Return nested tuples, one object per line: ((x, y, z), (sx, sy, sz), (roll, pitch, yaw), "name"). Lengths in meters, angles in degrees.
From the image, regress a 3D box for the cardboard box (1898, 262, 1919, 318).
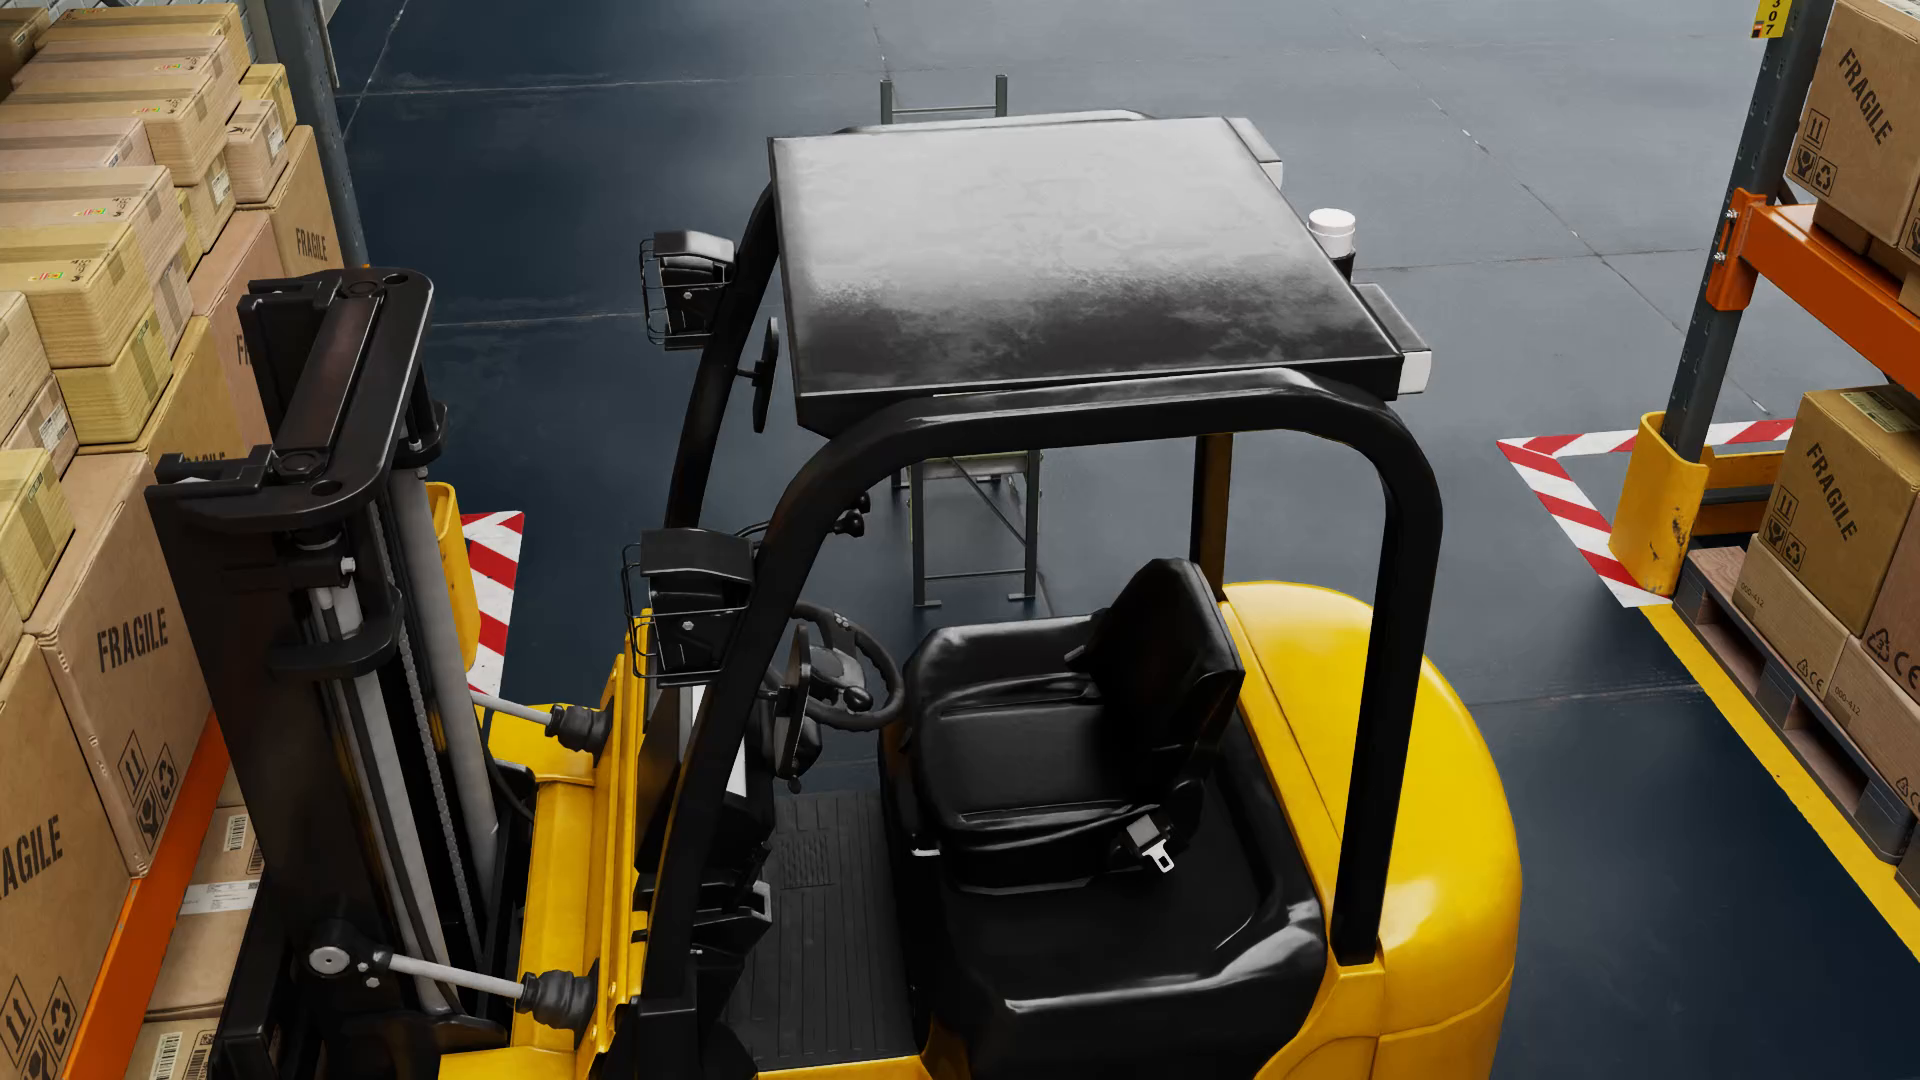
((2.656, -0.631, 4.235), (0.380, 0.149, 0.250), (-5, 35, -8), "cardboard box")

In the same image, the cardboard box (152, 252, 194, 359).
((-1.639, -0.419, 3.036), (0.380, 0.149, 0.250), (-5, 35, -8), "cardboard box")

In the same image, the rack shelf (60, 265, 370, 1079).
((-1.837, 0.557, 2.907), (1.077, 0.370, 4.000), (-4, 35, -6), "rack shelf")

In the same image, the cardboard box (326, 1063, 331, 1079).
((-1.522, 1.191, 3.407), (0.500, 0.250, 0.500), (-3, 34, -5), "cardboard box")

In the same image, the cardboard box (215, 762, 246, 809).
((-1.583, 0.492, 3.545), (0.500, 0.250, 0.500), (-4, 34, -6), "cardboard box")

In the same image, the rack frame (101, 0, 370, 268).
((-2.106, -0.856, 4.342), (1.000, 3.000, 0.127), (-4, 35, -6), "rack frame")

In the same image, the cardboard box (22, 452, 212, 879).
((-1.571, 0.213, 2.685), (0.500, 0.500, 0.500), (-4, 34, -6), "cardboard box")

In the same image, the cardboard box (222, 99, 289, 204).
((-1.718, -0.853, 3.673), (0.380, 0.149, 0.250), (-4, 34, -6), "cardboard box")

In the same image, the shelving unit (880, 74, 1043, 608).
((-0.001, -0.623, 5.333), (0.431, 1.500, 0.755), (-4, 35, -6), "shelving unit")

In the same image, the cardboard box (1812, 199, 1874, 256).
((2.653, -0.925, 4.667), (0.380, 0.149, 0.250), (-4, 35, -6), "cardboard box")

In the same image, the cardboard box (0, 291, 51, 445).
((-1.637, -0.249, 2.523), (0.380, 0.149, 0.250), (-4, 34, -6), "cardboard box")

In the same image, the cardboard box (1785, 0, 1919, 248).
((2.601, -1.113, 4.366), (0.500, 0.500, 0.500), (-5, 35, -7), "cardboard box")

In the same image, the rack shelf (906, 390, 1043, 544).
((-0.001, -0.354, 5.517), (0.431, 0.370, 0.720), (-4, 35, -6), "rack shelf")

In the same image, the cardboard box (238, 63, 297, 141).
((-1.782, -0.993, 3.879), (0.380, 0.149, 0.250), (-4, 34, -6), "cardboard box")

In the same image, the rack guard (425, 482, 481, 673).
((-2.109, 0.164, 5.066), (1.175, 0.500, 0.348), (-4, 35, -6), "rack guard")

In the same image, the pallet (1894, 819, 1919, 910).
((3.057, 1.096, 3.954), (1.003, 0.211, 1.213), (-4, 35, -6), "pallet")

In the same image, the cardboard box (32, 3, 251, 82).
((-1.849, -1.104, 3.778), (0.380, 0.149, 0.250), (-4, 35, -6), "cardboard box")

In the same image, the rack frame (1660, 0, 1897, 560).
((2.812, -1.234, 4.897), (1.000, 3.000, 0.127), (-4, 35, -6), "rack frame")

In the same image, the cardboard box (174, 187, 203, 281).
((-1.722, -0.564, 3.249), (0.380, 0.149, 0.250), (-5, 35, -7), "cardboard box")

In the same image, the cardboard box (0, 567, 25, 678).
((-1.494, 0.153, 2.198), (0.380, 0.149, 0.250), (-5, 35, -8), "cardboard box")

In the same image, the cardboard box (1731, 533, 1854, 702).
((2.646, 0.200, 4.862), (0.500, 0.250, 0.500), (-5, 35, -7), "cardboard box")

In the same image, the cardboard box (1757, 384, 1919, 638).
((2.650, -0.097, 4.631), (0.500, 0.500, 0.500), (-5, 35, -8), "cardboard box")

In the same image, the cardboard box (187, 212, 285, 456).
((-1.719, -0.352, 3.515), (0.500, 0.500, 0.500), (-3, 34, -5), "cardboard box")

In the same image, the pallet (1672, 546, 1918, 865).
((2.896, 0.417, 4.951), (1.003, 0.211, 1.213), (-4, 35, -6), "pallet")

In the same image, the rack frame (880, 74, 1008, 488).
((-0.050, -0.828, 5.633), (0.400, 1.500, 0.023), (-4, 35, -6), "rack frame")

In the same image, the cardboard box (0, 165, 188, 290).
((-1.618, -0.544, 2.955), (0.380, 0.149, 0.250), (-4, 34, -5), "cardboard box")

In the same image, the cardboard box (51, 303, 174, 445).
((-1.585, -0.279, 2.831), (0.380, 0.149, 0.250), (-4, 34, -6), "cardboard box")

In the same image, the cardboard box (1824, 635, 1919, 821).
((2.708, 0.485, 4.443), (0.500, 0.250, 0.500), (-3, 34, -5), "cardboard box")

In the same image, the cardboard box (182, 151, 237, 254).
((-1.744, -0.703, 3.454), (0.380, 0.149, 0.250), (-4, 34, -5), "cardboard box")

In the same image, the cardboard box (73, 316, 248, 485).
((-1.650, -0.066, 3.095), (0.500, 0.500, 0.500), (-5, 35, -7), "cardboard box")

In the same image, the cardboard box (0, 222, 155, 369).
((-1.578, -0.400, 2.744), (0.380, 0.149, 0.250), (-4, 34, -5), "cardboard box")

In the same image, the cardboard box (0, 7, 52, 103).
((-2.273, -1.085, 3.749), (0.380, 0.149, 0.250), (-5, 35, -7), "cardboard box")

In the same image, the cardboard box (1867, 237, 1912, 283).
((2.701, -0.785, 4.461), (0.380, 0.149, 0.250), (-4, 34, -6), "cardboard box")

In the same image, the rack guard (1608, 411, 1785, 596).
((2.822, -0.159, 5.539), (1.175, 0.500, 0.348), (-4, 35, -6), "rack guard")

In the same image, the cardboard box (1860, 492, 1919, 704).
((2.725, 0.195, 4.204), (0.500, 0.500, 0.500), (-6, 35, -8), "cardboard box")

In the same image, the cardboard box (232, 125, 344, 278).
((-1.780, -0.643, 3.940), (0.500, 0.500, 0.500), (-5, 35, -7), "cardboard box")

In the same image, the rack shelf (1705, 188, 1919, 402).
((3.081, 0.179, 3.462), (1.077, 0.370, 4.000), (-4, 35, -6), "rack shelf")

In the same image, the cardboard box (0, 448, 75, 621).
((-1.539, 0.005, 2.415), (0.380, 0.149, 0.250), (-5, 35, -7), "cardboard box")

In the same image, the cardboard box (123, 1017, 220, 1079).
((-1.459, 1.069, 2.698), (0.500, 0.250, 0.500), (-3, 34, -5), "cardboard box")

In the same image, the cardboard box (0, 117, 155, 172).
((-1.763, -0.681, 3.156), (0.380, 0.149, 0.250), (-4, 34, -6), "cardboard box")

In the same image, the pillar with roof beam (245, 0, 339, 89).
((0.553, -6.552, 7.374), (9.100, 9.000, 0.400), (-4, 35, -6), "pillar with roof beam")

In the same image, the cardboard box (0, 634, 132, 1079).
((-1.525, 0.496, 2.270), (0.500, 0.500, 0.500), (-5, 35, -7), "cardboard box")

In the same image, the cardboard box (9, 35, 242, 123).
((-1.785, -0.969, 3.579), (0.380, 0.149, 0.250), (-4, 35, -6), "cardboard box")

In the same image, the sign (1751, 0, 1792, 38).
((2.274, -1.551, 4.593), (0.100, 0.325, 0.005), (-4, 35, -6), "sign")

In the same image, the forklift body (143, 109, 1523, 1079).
((-0.043, 0.415, 3.231), (2.313, 2.155, 1.214), (-4, 35, -6), "forklift body")

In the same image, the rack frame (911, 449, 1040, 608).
((0.048, -0.419, 5.033), (0.400, 1.500, 0.023), (-4, 35, -6), "rack frame")

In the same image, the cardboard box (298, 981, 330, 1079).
((-1.520, 0.995, 3.251), (0.500, 0.250, 0.500), (-4, 35, -7), "cardboard box")

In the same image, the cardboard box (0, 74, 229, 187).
((-1.723, -0.825, 3.368), (0.380, 0.149, 0.250), (-4, 34, -5), "cardboard box")

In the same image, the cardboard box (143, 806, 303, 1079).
((-1.522, 0.776, 3.129), (0.500, 0.250, 0.500), (-5, 35, -7), "cardboard box")

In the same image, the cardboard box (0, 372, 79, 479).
((-1.641, -0.133, 2.617), (0.380, 0.149, 0.250), (-5, 35, -7), "cardboard box")

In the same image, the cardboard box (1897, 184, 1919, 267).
((2.674, -0.824, 3.943), (0.500, 0.500, 0.500), (-3, 34, -5), "cardboard box")
